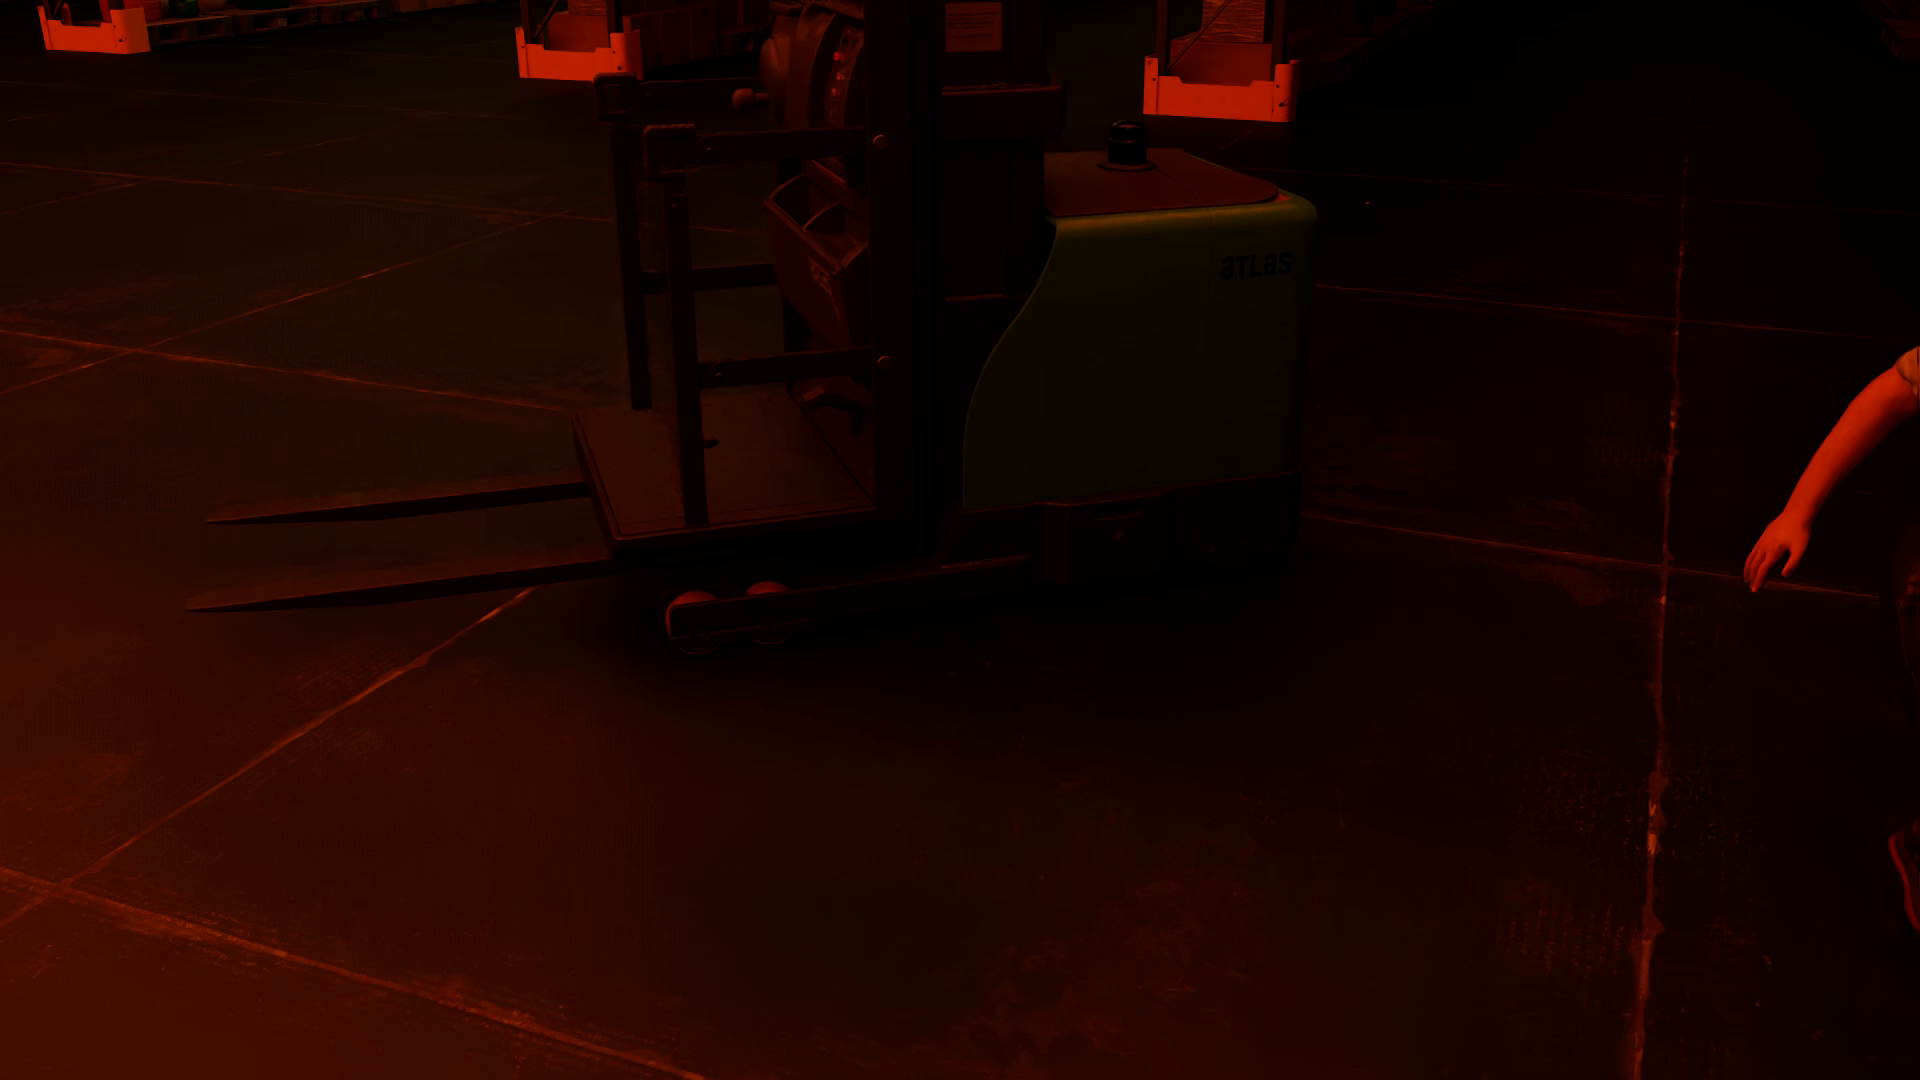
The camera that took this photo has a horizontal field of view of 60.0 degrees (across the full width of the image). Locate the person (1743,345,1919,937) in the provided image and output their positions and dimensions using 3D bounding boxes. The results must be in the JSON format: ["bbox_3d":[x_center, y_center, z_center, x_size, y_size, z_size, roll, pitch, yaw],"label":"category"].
[{"bbox_3d":[1.758,0.161,2.767,0.803,1.527,0.808,6,23,14],"label":"person"}]

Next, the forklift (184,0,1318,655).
[{"bbox_3d":[-0.580,-1.278,4.349,3.031,2.935,1.130,-7,24,-17],"label":"forklift"}]
